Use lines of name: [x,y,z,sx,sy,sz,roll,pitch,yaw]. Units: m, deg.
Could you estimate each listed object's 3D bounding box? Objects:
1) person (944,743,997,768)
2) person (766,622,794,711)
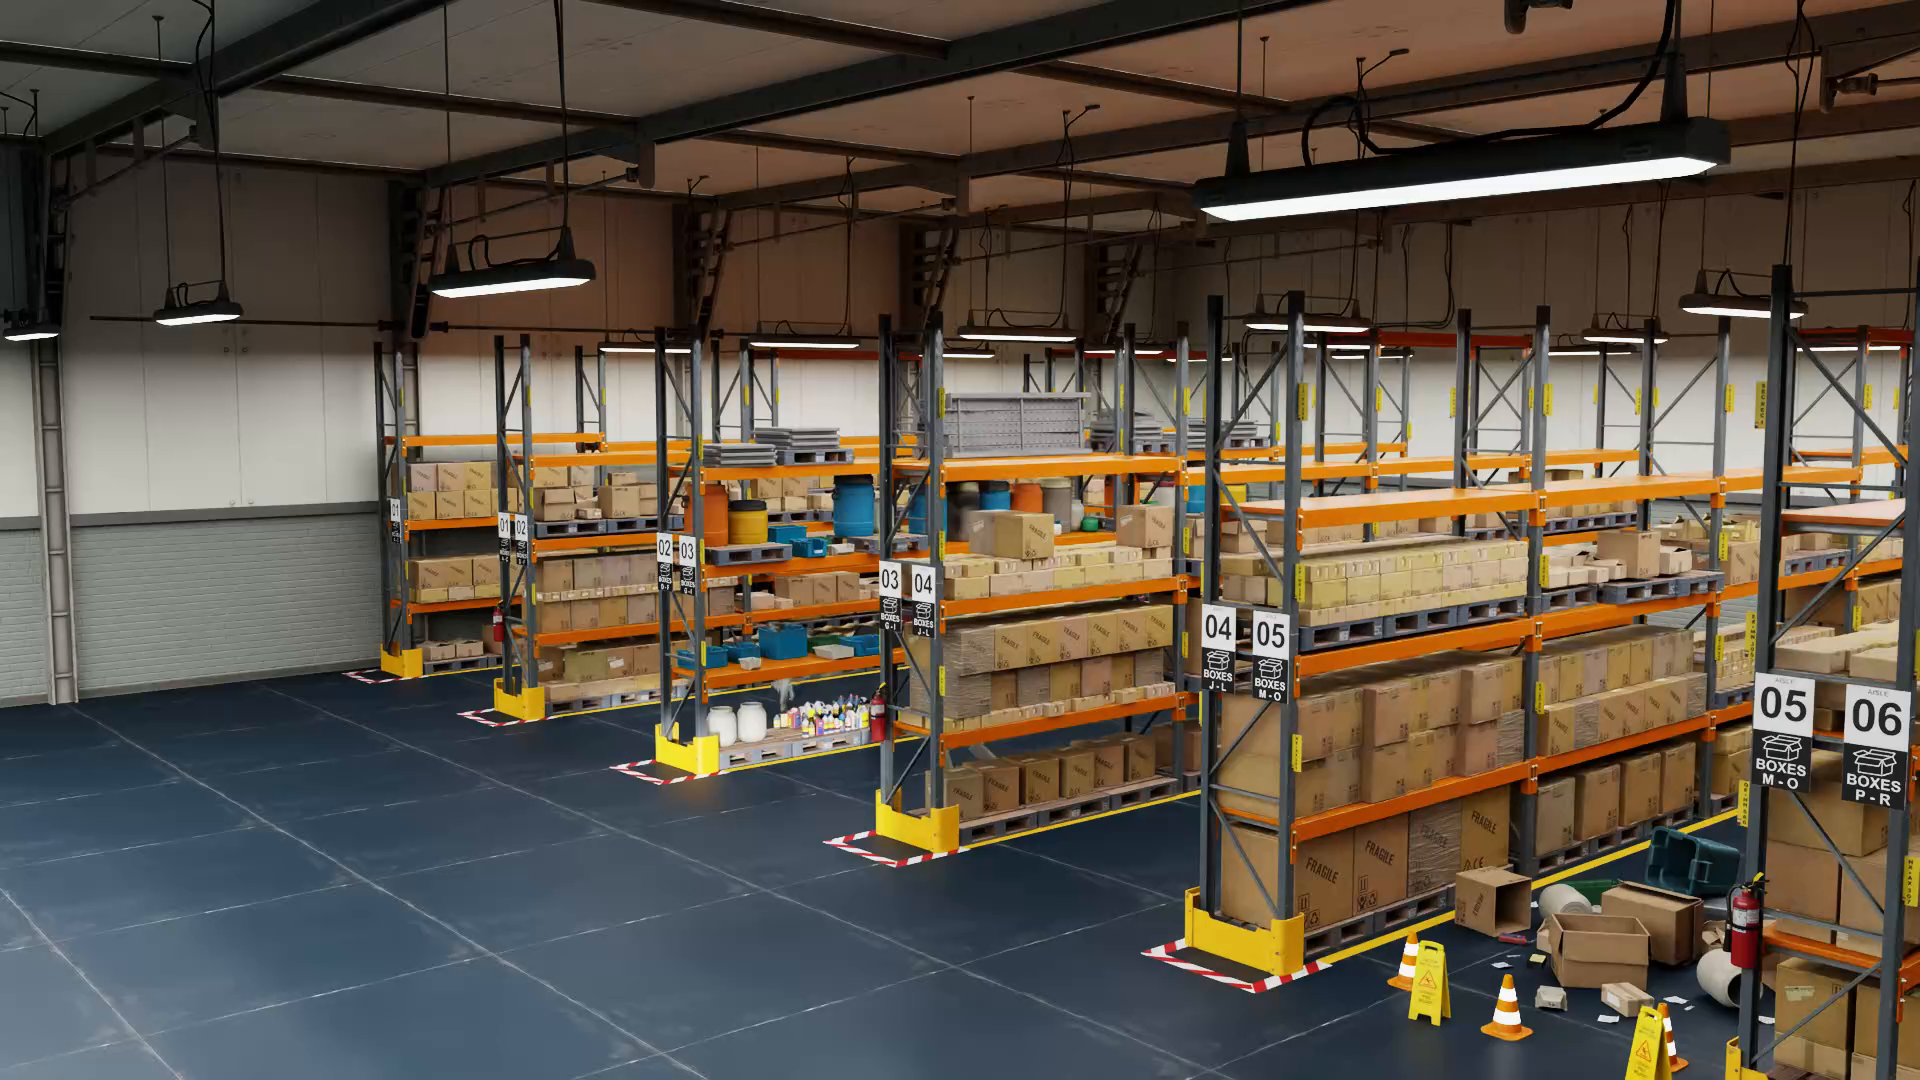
person: [0.029,2.426,21.712,1.210,1.456,0.685,-2,6,-23]
person: [-2.914,2.011,26.665,0.640,1.488,0.818,1,5,16]
